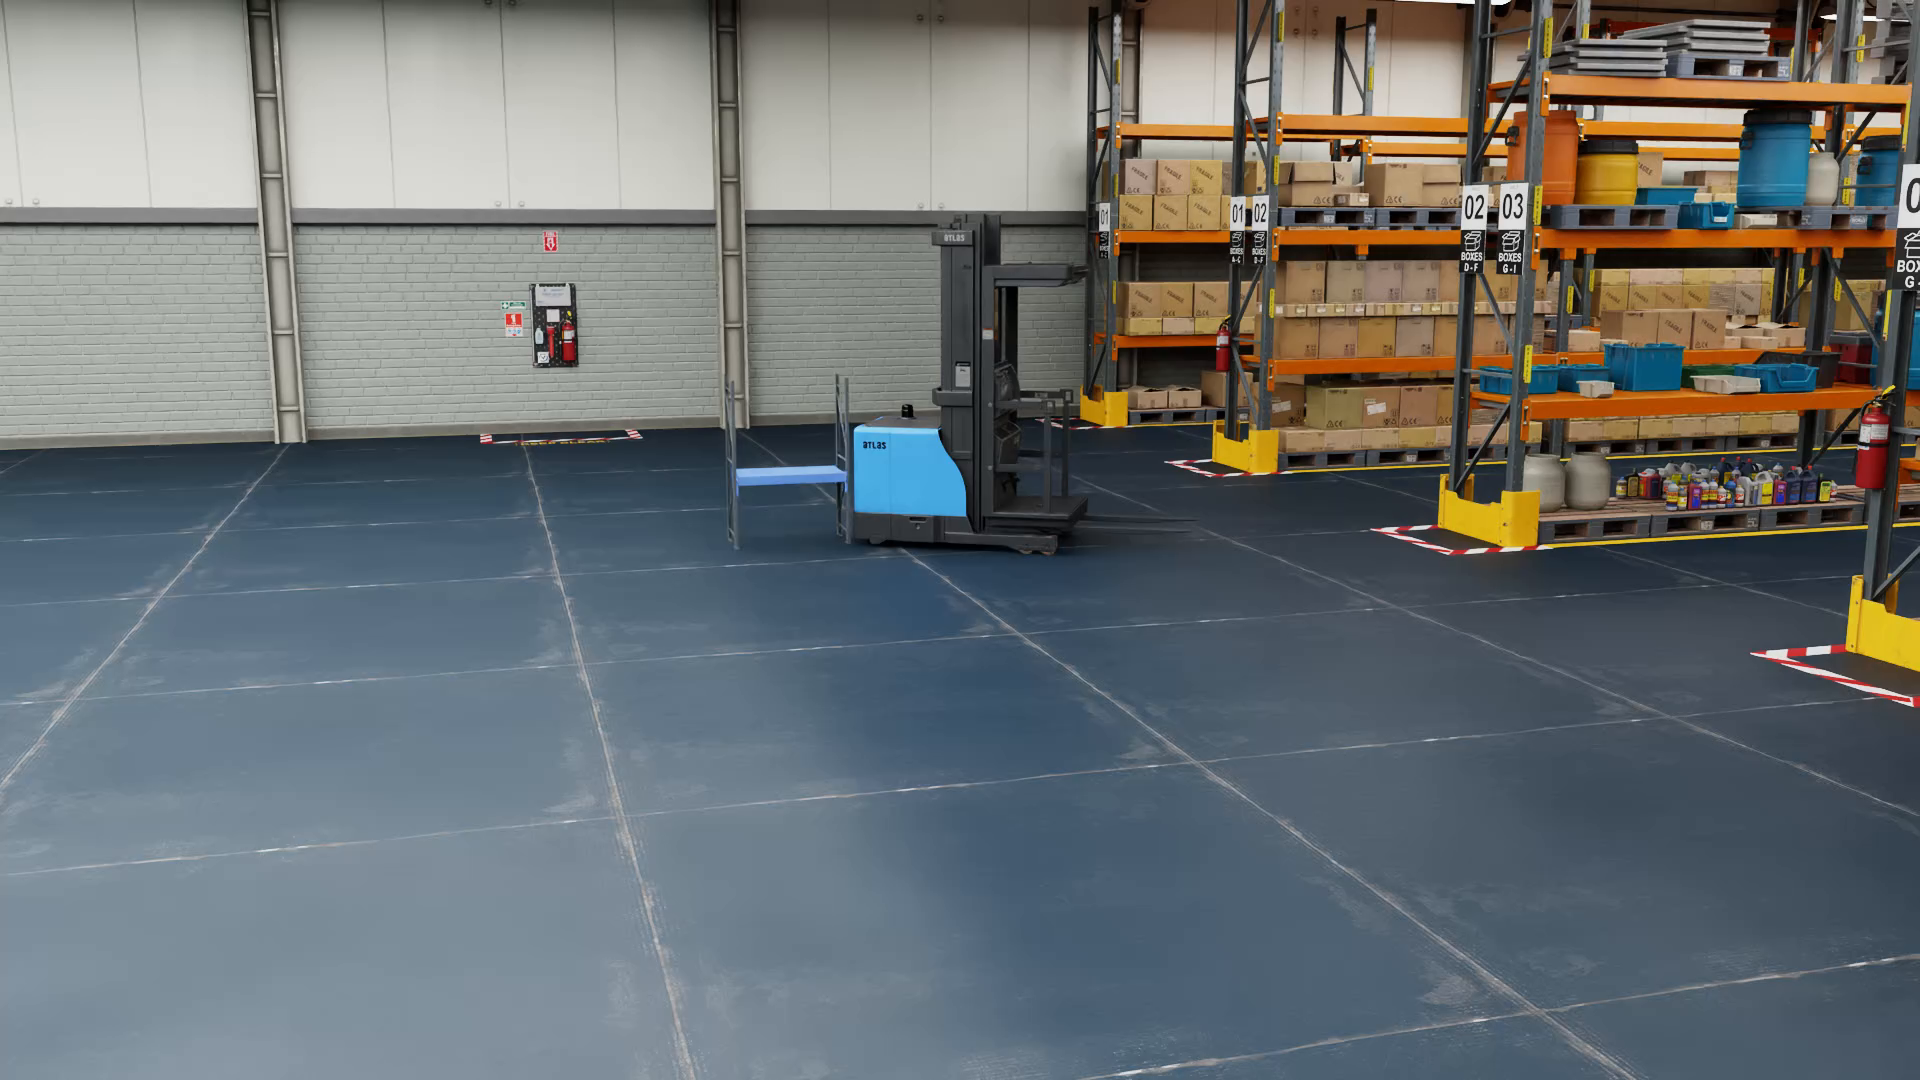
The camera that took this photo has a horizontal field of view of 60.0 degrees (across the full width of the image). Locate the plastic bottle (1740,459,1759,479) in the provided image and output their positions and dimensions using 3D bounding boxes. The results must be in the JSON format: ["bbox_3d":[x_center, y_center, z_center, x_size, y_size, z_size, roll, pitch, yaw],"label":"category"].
[{"bbox_3d":[7.823,-0.626,16.468,0.185,0.351,0.144,-3,11,-16],"label":"plastic bottle"}]

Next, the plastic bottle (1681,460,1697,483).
[{"bbox_3d":[7.193,-0.620,16.435,0.185,0.351,0.144,-3,11,-16],"label":"plastic bottle"}]

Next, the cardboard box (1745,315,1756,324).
[{"bbox_3d":[12.843,-3.631,27.329,0.250,0.149,0.380,-3,11,-14],"label":"cardboard box"}]

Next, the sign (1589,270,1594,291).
[{"bbox_3d":[9.906,-4.068,26.081,0.005,0.325,0.100,-3,11,-16],"label":"sign"}]

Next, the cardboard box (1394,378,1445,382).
[{"bbox_3d":[5.800,-1.771,20.949,0.500,0.500,0.500,-3,11,-16],"label":"cardboard box"}]

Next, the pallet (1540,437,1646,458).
[{"bbox_3d":[7.989,-1.240,21.404,1.213,0.211,1.003,-3,11,-16],"label":"pallet"}]

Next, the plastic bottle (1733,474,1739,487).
[{"bbox_3d":[7.454,-0.489,15.909,0.133,0.283,0.061,-3,11,-16],"label":"plastic bottle"}]

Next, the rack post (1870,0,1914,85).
[{"bbox_3d":[10.540,-4.870,16.295,3.121,1.000,1.013,-3,11,-16],"label":"rack post"}]

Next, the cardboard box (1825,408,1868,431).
[{"bbox_3d":[11.650,-1.730,22.054,0.500,0.500,0.500,-3,11,-14],"label":"cardboard box"}]

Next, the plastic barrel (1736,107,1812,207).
[{"bbox_3d":[7.688,-3.603,15.707,0.708,0.901,0.600,-3,11,-16],"label":"plastic barrel"}]

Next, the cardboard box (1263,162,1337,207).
[{"bbox_3d":[4.005,-4.195,19.635,0.637,0.503,0.797,-2,11,-12],"label":"cardboard box"}]

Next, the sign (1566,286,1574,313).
[{"bbox_3d":[7.449,-2.936,20.303,0.005,0.325,0.100,-3,11,-16],"label":"sign"}]

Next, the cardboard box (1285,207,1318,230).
[{"bbox_3d":[5.000,-4.871,24.807,0.500,0.500,0.500,-4,11,-21],"label":"cardboard box"}]

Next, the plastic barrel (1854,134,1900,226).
[{"bbox_3d":[9.101,-3.492,16.262,0.708,0.901,0.600,-3,11,-16],"label":"plastic barrel"}]

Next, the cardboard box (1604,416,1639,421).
[{"bbox_3d":[8.241,-1.700,21.084,0.500,0.311,0.500,-3,11,-17],"label":"cardboard box"}]

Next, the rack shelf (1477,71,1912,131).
[{"bbox_3d":[6.753,-4.005,15.242,4.000,0.370,1.077,-3,11,-16],"label":"rack shelf"}]

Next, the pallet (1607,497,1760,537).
[{"bbox_3d":[6.843,-0.246,16.002,1.213,0.211,1.003,-3,11,-16],"label":"pallet"}]

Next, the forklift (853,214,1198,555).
[{"bbox_3d":[0.610,-1.416,14.848,3.031,2.935,1.130,2,11,13],"label":"forklift"}]

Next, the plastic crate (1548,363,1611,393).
[{"bbox_3d":[5.855,-1.540,15.741,0.408,0.251,0.499,-3,11,-16],"label":"plastic crate"}]

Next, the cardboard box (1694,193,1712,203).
[{"bbox_3d":[9.145,-4.262,21.084,0.500,0.250,0.500,-4,11,-21],"label":"cardboard box"}]

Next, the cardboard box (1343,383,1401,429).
[{"bbox_3d":[4.985,-1.630,20.182,0.500,0.500,0.500,-3,11,-16],"label":"cardboard box"}]

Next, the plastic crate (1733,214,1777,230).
[{"bbox_3d":[7.245,-2.900,15.163,0.396,0.136,0.243,-3,11,-16],"label":"plastic crate"}]

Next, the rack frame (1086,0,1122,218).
[{"bbox_3d":[2.064,-6.177,23.946,0.127,3.000,1.000,-3,11,-16],"label":"rack frame"}]

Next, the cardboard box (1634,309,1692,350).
[{"bbox_3d":[9.021,-2.705,21.382,0.500,0.500,0.500,-3,11,-16],"label":"cardboard box"}]

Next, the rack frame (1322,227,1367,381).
[{"bbox_3d":[5.904,-3.429,25.589,0.127,3.000,1.000,-3,11,-16],"label":"rack frame"}]

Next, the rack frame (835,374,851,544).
[{"bbox_3d":[-1.069,-0.746,15.160,0.032,1.500,0.500,-3,11,-15],"label":"rack frame"}]

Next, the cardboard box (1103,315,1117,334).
[{"bbox_3d":[2.458,-3.220,24.813,0.500,0.250,0.500,-3,11,-15],"label":"cardboard box"}]

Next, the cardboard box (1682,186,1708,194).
[{"bbox_3d":[11.695,-5.495,27.038,0.500,0.500,0.700,-3,11,-16],"label":"cardboard box"}]

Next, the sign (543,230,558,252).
[{"bbox_3d":[-5.686,-4.147,23.088,0.199,0.298,0.001,-3,11,-16],"label":"sign"}]

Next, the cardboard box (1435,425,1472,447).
[{"bbox_3d":[5.950,-1.309,20.510,0.500,0.250,0.500,-3,11,-16],"label":"cardboard box"}]

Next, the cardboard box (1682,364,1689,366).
[{"bbox_3d":[11.331,-2.838,27.158,0.750,0.750,0.750,-3,11,-16],"label":"cardboard box"}]

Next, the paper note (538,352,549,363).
[{"bbox_3d":[-5.839,-2.560,23.302,0.142,0.148,0.016,-3,11,-16],"label":"paper note"}]

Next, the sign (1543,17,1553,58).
[{"bbox_3d":[4.982,-4.256,14.090,0.005,0.325,0.100,-3,11,-16],"label":"sign"}]

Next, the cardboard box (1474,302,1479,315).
[{"bbox_3d":[6.114,-2.834,20.290,0.250,0.149,0.380,-3,11,-16],"label":"cardboard box"}]

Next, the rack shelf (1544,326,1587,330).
[{"bbox_3d":[7.825,-3.176,26.204,4.000,0.370,1.077,-3,11,-16],"label":"rack shelf"}]

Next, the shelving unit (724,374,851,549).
[{"bbox_3d":[-1.560,-0.722,15.032,1.048,1.500,0.538,-3,11,-15],"label":"shelving unit"}]

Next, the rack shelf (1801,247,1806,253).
[{"bbox_3d":[15.506,-5.056,28.131,4.000,0.370,1.077,-3,11,-16],"label":"rack shelf"}]

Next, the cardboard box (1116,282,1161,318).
[{"bbox_3d":[2.606,-3.503,24.281,0.500,0.500,0.500,-3,11,-16],"label":"cardboard box"}]

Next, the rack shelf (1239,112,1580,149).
[{"bbox_3d":[5.372,-4.866,19.921,4.000,0.370,1.077,-3,11,-16],"label":"rack shelf"}]

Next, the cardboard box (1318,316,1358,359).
[{"bbox_3d":[4.407,-2.463,20.069,0.500,0.500,0.700,-3,11,-14],"label":"cardboard box"}]

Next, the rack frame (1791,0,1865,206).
[{"bbox_3d":[11.133,-5.720,21.469,0.127,3.000,1.000,-3,11,-16],"label":"rack frame"}]

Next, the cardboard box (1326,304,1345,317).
[{"bbox_3d":[4.382,-2.742,19.792,0.250,0.149,0.380,-3,11,-16],"label":"cardboard box"}]

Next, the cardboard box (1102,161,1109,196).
[{"bbox_3d":[2.405,-5.319,24.482,0.500,0.500,0.500,-3,11,-13],"label":"cardboard box"}]

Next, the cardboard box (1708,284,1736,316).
[{"bbox_3d":[12.241,-3.920,27.106,0.500,0.500,0.500,-3,11,-16],"label":"cardboard box"}]

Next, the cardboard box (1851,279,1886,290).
[{"bbox_3d":[15.509,-4.080,28.299,0.700,0.700,0.980,-4,11,-19],"label":"cardboard box"}]

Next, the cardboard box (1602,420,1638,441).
[{"bbox_3d":[8.240,-1.425,21.140,0.500,0.250,0.500,-3,11,-15],"label":"cardboard box"}]

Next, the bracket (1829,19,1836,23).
[{"bbox_3d":[14.514,-8.699,27.707,0.430,0.232,0.235,-3,11,-16],"label":"bracket"}]

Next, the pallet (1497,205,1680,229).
[{"bbox_3d":[5.655,-2.911,15.015,1.213,0.211,1.003,-3,11,-16],"label":"pallet"}]

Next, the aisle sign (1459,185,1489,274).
[{"bbox_3d":[4.681,-2.830,15.160,0.004,0.787,0.394,-3,11,-16],"label":"aisle sign"}]

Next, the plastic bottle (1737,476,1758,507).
[{"bbox_3d":[7.484,-0.467,15.809,0.135,0.276,0.152,-3,11,-15],"label":"plastic bottle"}]

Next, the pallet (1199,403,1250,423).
[{"bbox_3d":[4.096,-1.955,25.285,1.213,0.211,1.003,-3,11,-16],"label":"pallet"}]

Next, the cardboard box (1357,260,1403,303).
[{"bbox_3d":[4.942,-3.130,20.106,0.500,0.500,0.700,-3,11,-16],"label":"cardboard box"}]

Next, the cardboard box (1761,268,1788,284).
[{"bbox_3d":[13.209,-4.339,27.313,0.500,0.250,0.500,-3,11,-15],"label":"cardboard box"}]

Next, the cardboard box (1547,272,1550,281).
[{"bbox_3d":[9.117,-4.174,26.355,0.250,0.149,0.380,-5,12,-25],"label":"cardboard box"}]

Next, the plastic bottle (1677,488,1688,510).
[{"bbox_3d":[6.760,-0.387,15.581,0.097,0.201,0.097,0,10,0],"label":"plastic bottle"}]
